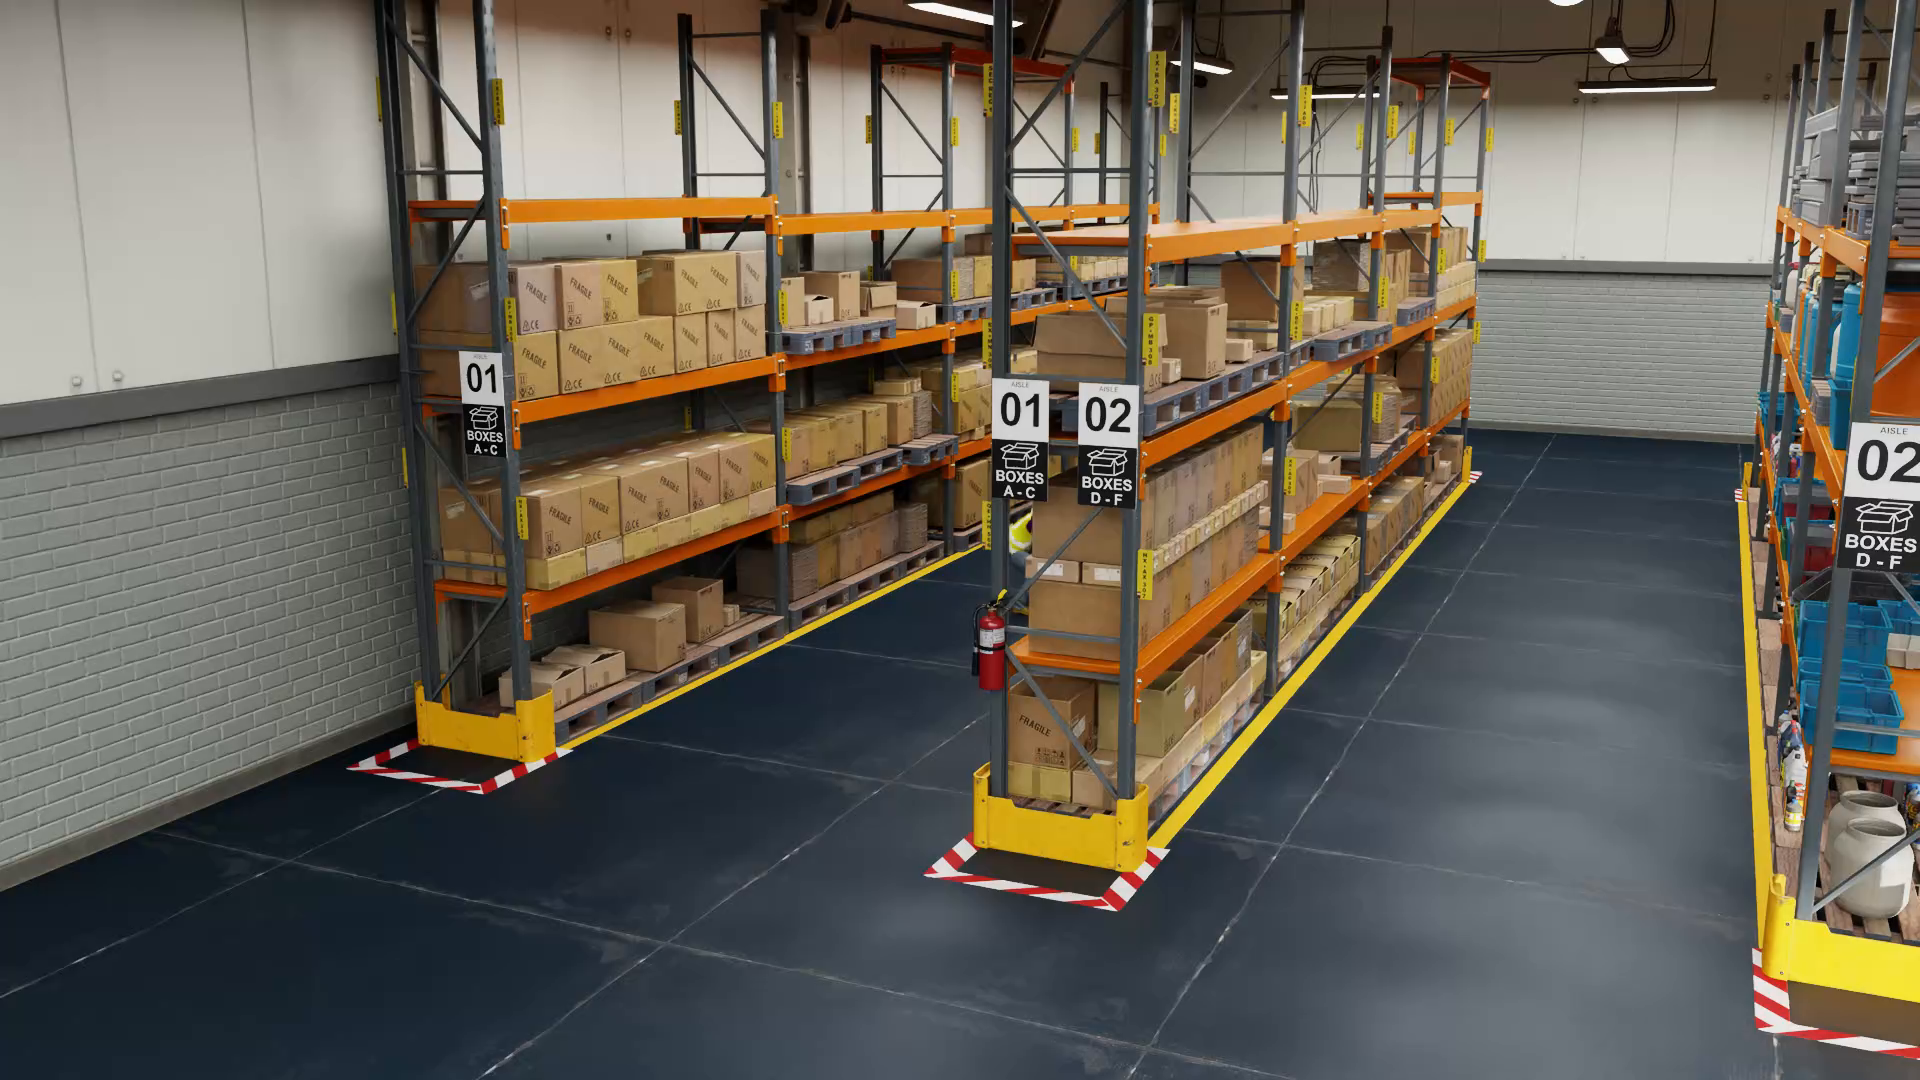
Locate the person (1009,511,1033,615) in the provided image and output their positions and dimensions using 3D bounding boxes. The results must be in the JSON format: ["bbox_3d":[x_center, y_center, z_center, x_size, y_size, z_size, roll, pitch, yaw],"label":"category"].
[{"bbox_3d":[0.830,0.142,17.479,0.828,1.250,0.625,5,13,23],"label":"person"}]
